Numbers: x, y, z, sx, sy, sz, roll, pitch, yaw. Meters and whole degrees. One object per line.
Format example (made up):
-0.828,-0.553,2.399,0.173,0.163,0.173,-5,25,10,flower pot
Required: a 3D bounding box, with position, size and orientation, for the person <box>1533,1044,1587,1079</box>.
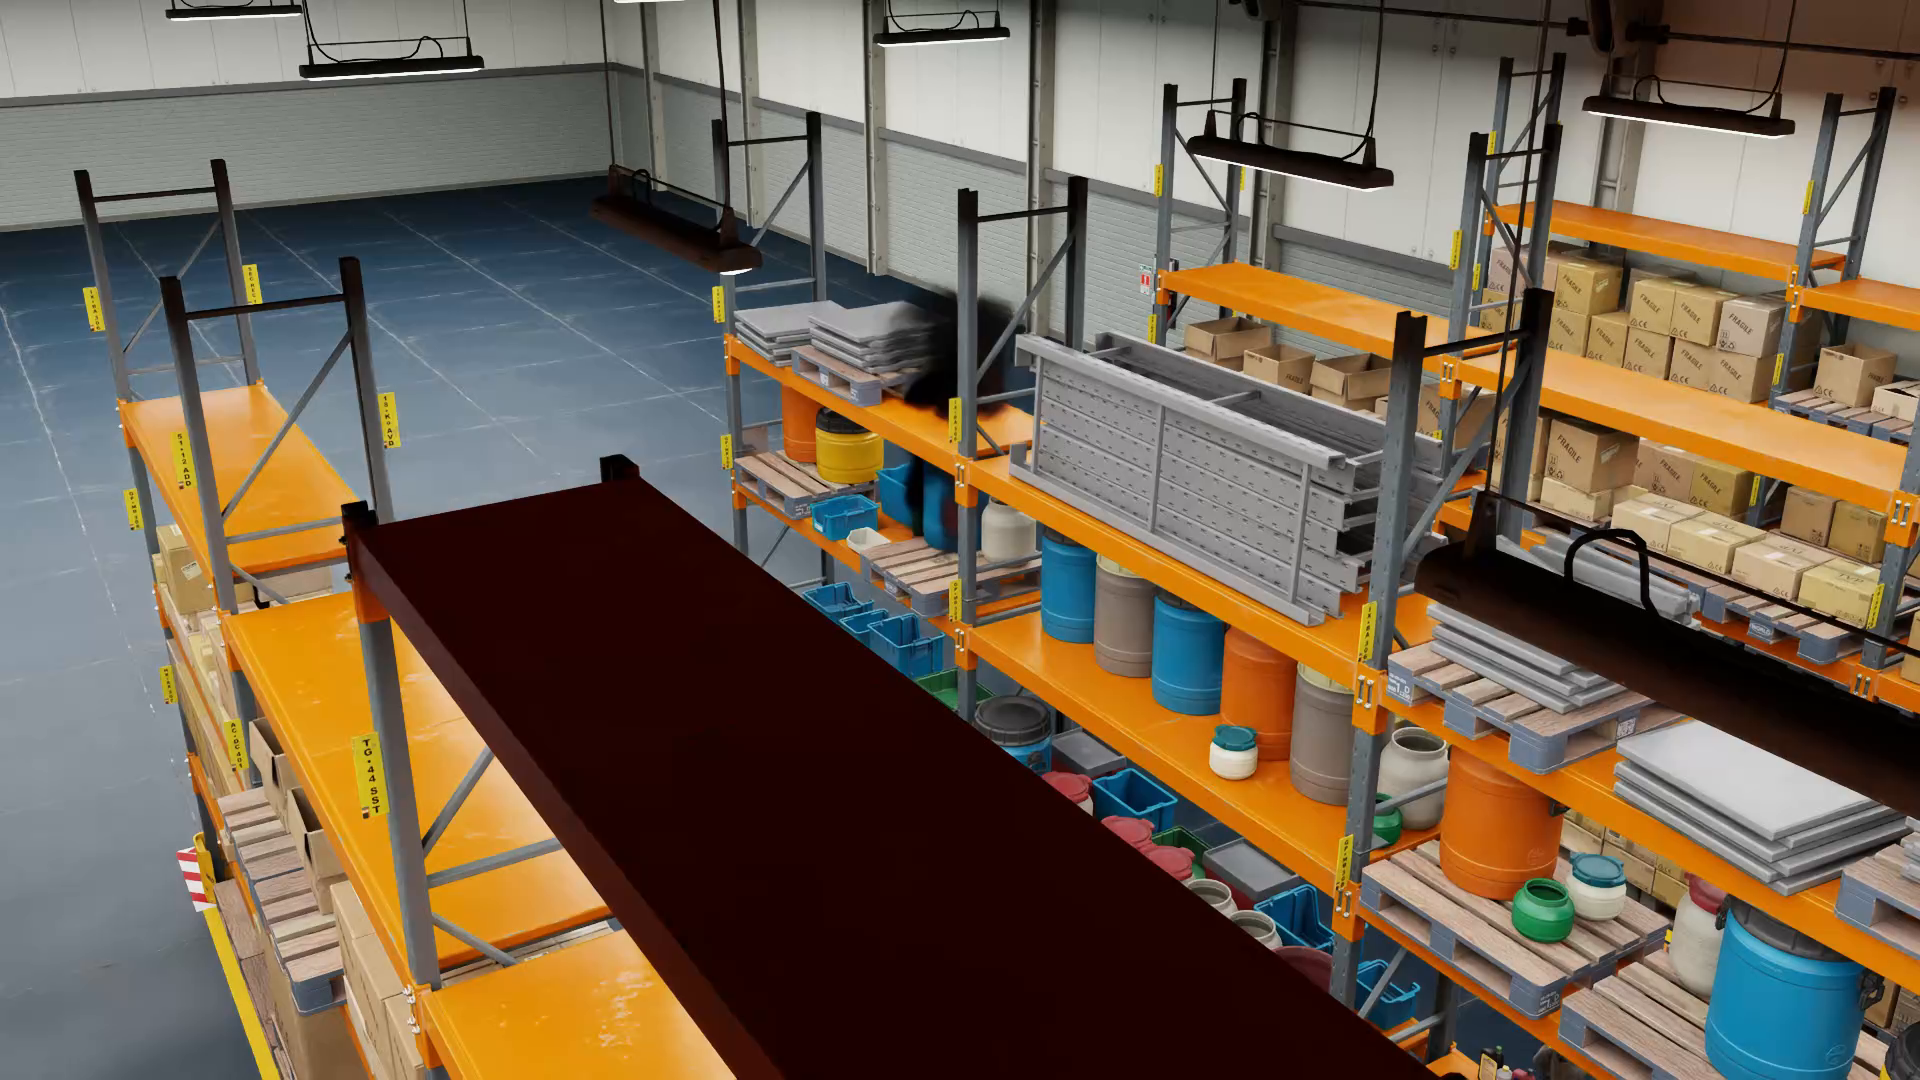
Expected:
3.981,3.318,10.973,0.676,1.614,0.606,20,29,40,person
